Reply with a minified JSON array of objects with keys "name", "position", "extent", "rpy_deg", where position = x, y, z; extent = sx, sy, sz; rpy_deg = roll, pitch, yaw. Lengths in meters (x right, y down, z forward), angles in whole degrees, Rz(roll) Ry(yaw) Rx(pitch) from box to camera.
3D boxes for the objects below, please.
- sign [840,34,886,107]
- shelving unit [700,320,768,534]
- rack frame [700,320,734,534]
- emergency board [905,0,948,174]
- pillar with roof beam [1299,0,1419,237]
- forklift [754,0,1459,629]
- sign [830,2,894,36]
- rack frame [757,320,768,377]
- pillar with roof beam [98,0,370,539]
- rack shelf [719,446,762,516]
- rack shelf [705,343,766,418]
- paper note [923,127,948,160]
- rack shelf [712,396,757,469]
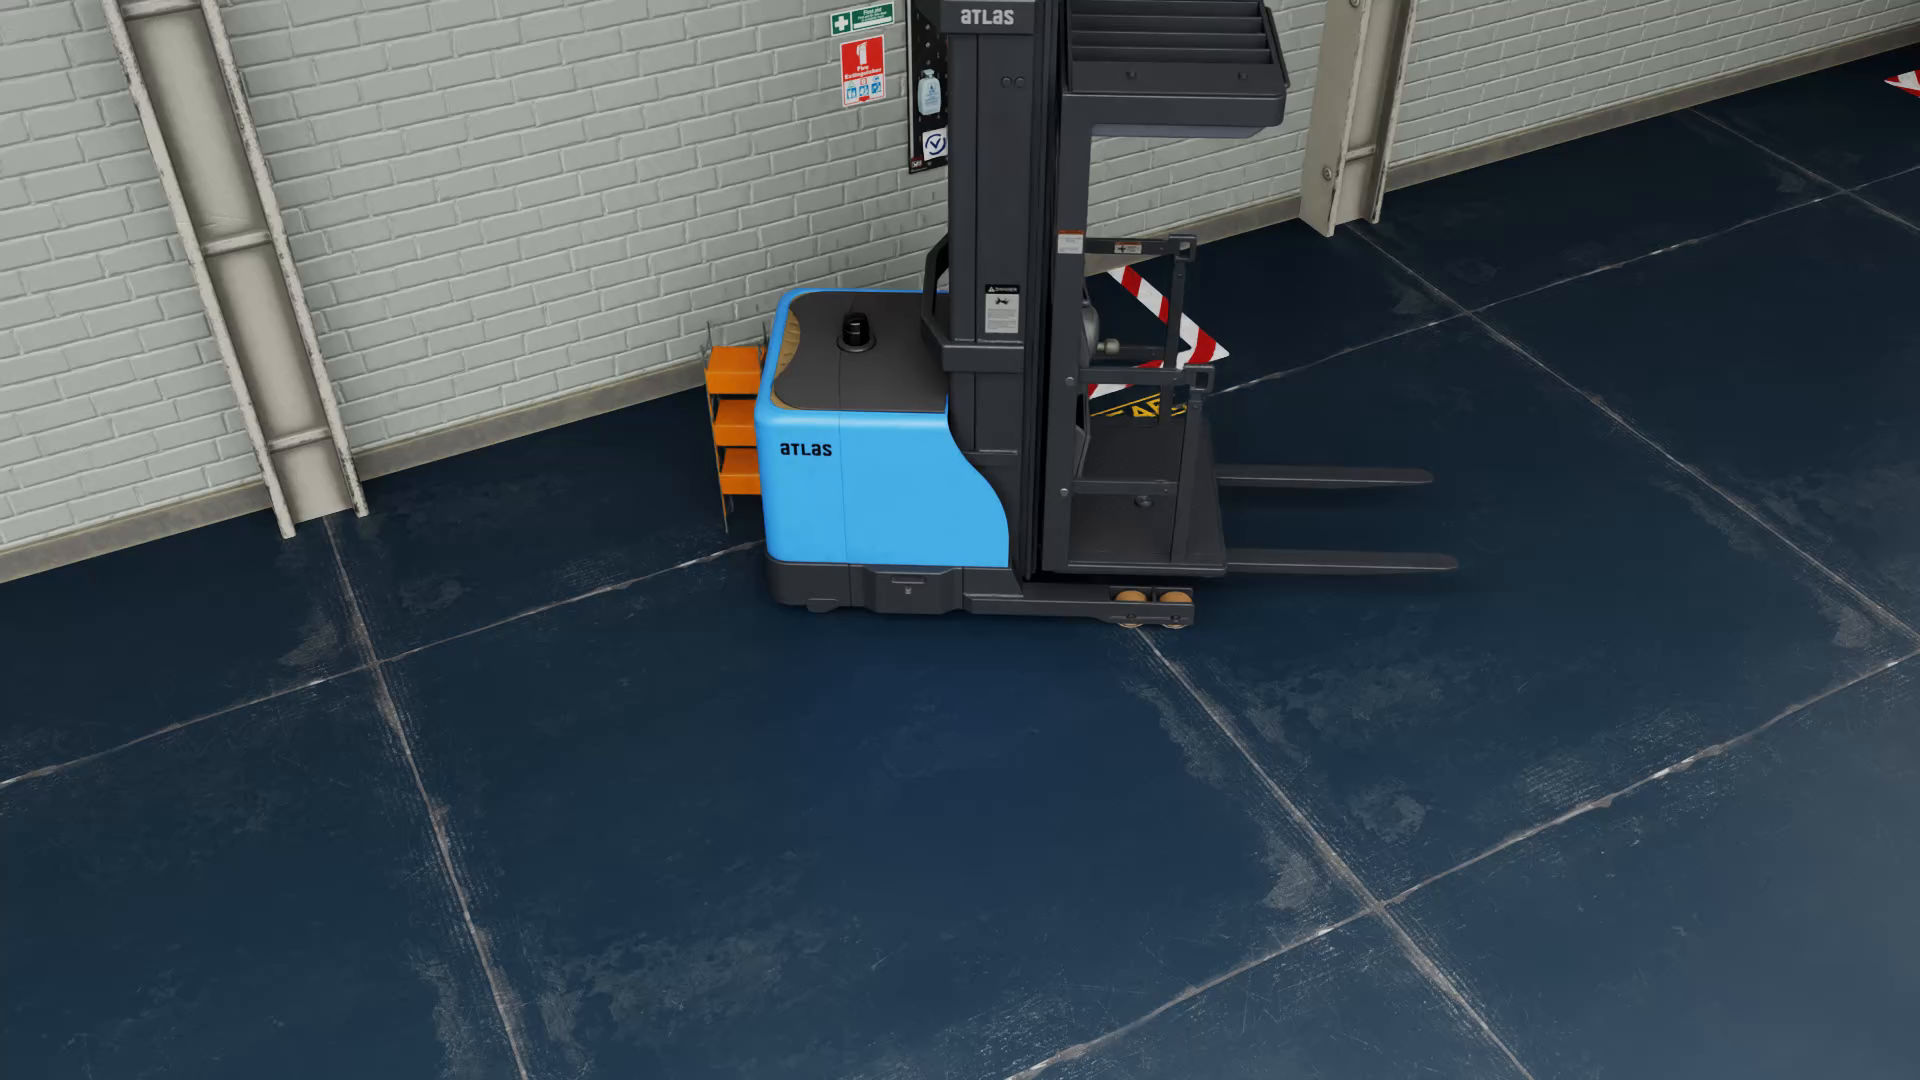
[{"name":"sign","position":[-0.471,-2.279,8.082],"extent":[0.234,0.329,0.001],"rpy_deg":[-19,44,-21]},{"name":"shelving unit","position":[-0.971,-0.494,7.506],"extent":[0.252,1.050,0.215],"rpy_deg":[1,40,2]},{"name":"rack frame","position":[-1.093,-0.495,7.511],"extent":[0.008,1.050,0.200],"rpy_deg":[1,40,2]},{"name":"emergency board","position":[0.067,-2.372,8.219],"extent":[0.643,1.169,0.194],"rpy_deg":[-19,44,-21]},{"name":"pillar with roof beam","position":[4.265,-2.910,4.212],"extent":[0.400,9.000,9.100],"rpy_deg":[-19,44,-21]},{"name":"forklift","position":[0.679,-1.083,6.750],"extent":[3.031,2.935,1.130],"rpy_deg":[1,40,2]},{"name":"sign","position":[-0.463,-2.478,7.907],"extent":[0.331,0.109,0.001],"rpy_deg":[-19,44,-21]},{"name":"rack frame","position":[-0.849,-0.492,7.502],"extent":[0.008,1.050,0.200],"rpy_deg":[1,40,2]},{"name":"pillar with roof beam","position":[-1.056,-1.120,2.097],"extent":[0.400,9.000,9.100],"rpy_deg":[-19,44,-21]},{"name":"rack shelf","position":[-0.967,-0.273,7.693],"extent":[0.240,0.259,0.215],"rpy_deg":[1,40,2]},{"name":"rack shelf","position":[-0.976,-0.702,7.330],"extent":[0.240,0.259,0.215],"rpy_deg":[1,40,2]},{"name":"paper note","position":[-0.122,-2.022,8.488],"extent":[0.142,0.148,0.016],"rpy_deg":[-19,44,-21]},{"name":"rack shelf","position":[-0.971,-0.486,7.513],"extent":[0.240,0.259,0.215],"rpy_deg":[1,40,2]}]
